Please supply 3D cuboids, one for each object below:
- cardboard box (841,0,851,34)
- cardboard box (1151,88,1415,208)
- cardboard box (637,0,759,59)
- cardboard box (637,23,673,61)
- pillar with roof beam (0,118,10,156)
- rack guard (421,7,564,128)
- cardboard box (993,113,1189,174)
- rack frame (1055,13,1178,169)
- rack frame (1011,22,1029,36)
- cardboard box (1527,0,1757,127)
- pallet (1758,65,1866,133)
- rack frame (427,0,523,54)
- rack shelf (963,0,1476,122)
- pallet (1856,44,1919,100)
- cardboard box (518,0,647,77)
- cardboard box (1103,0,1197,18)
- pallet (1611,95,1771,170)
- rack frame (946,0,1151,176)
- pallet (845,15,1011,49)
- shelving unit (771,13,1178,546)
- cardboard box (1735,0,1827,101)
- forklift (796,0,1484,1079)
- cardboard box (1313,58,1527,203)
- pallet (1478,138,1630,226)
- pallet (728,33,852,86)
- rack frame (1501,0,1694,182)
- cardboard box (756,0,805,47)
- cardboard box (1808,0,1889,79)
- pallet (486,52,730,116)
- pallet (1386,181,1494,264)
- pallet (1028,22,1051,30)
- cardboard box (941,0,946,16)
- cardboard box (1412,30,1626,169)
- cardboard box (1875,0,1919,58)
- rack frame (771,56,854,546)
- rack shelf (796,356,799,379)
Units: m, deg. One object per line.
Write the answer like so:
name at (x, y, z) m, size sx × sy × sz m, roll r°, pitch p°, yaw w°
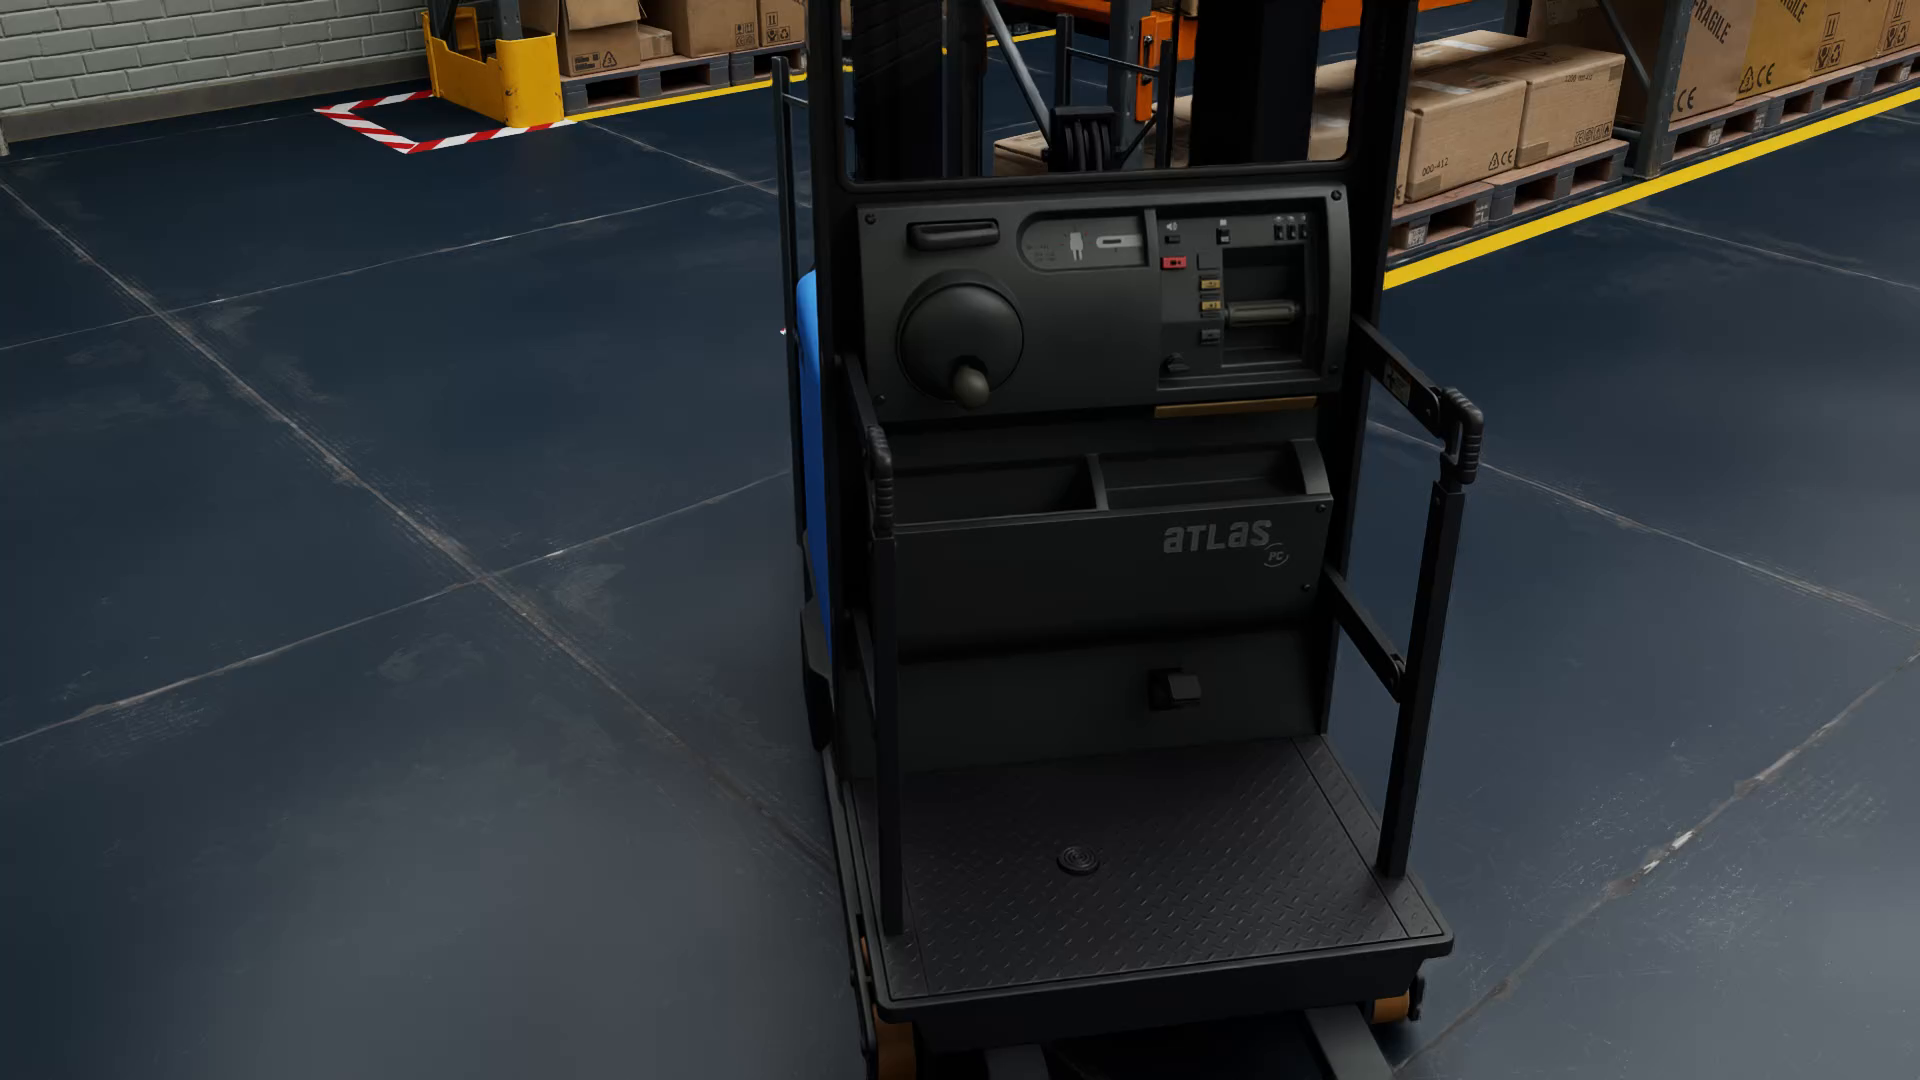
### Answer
cardboard box at (-0.919, -3.771, 11.331) m, size 0.500 × 0.500 × 0.700 m, roll -23°, pitch 36°, yaw -37°
cardboard box at (1.441, -1.768, 7.648) m, size 0.875 × 0.438 × 0.875 m, roll -21°, pitch 34°, yaw -34°
cardboard box at (-1.709, -3.454, 10.737) m, size 0.500 × 0.500 × 0.700 m, roll -20°, pitch 34°, yaw -33°
cardboard box at (-2.036, -3.167, 10.573) m, size 0.250 × 0.149 × 0.380 m, roll -24°, pitch 36°, yaw -37°
pillar with roof beam at (-2.753, -4.571, 4.256) m, size 0.400 × 9.000 × 9.100 m, roll -22°, pitch 35°, yaw -35°
rack guard at (-2.853, -2.891, 10.129) m, size 0.348 × 0.500 × 1.175 m, roll -22°, pitch 35°, yaw -35°
cardboard box at (0.751, -1.485, 7.118) m, size 0.875 × 0.438 × 0.875 m, roll -23°, pitch 36°, yaw -37°
rack frame at (0.458, -0.853, 5.255) m, size 0.032 × 1.500 × 0.500 m, roll -20°, pitch 34°, yaw -32°
rack frame at (0.132, -5.194, 11.786) m, size 0.127 × 3.000 × 1.000 m, roll -22°, pitch 35°, yaw -35°
cardboard box at (3.776, -2.882, 9.269) m, size 0.875 × 0.875 × 0.875 m, roll -21°, pitch 34°, yaw -33°
pallet at (4.823, -2.824, 10.310) m, size 1.213 × 0.211 × 1.003 m, roll -22°, pitch 35°, yaw -35°
rack frame at (-2.911, -3.970, 9.497) m, size 0.127 × 3.000 × 1.000 m, roll -22°, pitch 35°, yaw -35°
rack shelf at (1.835, -2.486, 7.483) m, size 4.000 × 0.370 × 1.077 m, roll -22°, pitch 35°, yaw -35°
pallet at (5.751, -3.195, 11.004) m, size 1.213 × 0.211 × 1.003 m, roll -22°, pitch 35°, yaw -35°
cardboard box at (-2.384, -3.208, 10.273) m, size 0.637 × 0.503 × 0.797 m, roll -24°, pitch 36°, yaw -37°
cardboard box at (0.865, -2.280, 6.227) m, size 0.500 × 0.500 × 0.500 m, roll -22°, pitch 35°, yaw -35°
pallet at (3.894, -2.448, 9.608) m, size 1.213 × 0.211 × 1.003 m, roll -22°, pitch 35°, yaw -35°
rack frame at (0.313, -2.192, 6.168) m, size 0.127 × 3.000 × 1.000 m, roll -22°, pitch 35°, yaw -35°
pallet at (-0.391, -3.754, 12.051) m, size 1.213 × 0.211 × 1.003 m, roll -22°, pitch 35°, yaw -35°
shelving unit at (0.054, -0.708, 4.984) m, size 1.048 × 1.500 × 0.538 m, roll -20°, pitch 34°, yaw -32°
cardboard box at (4.458, -3.161, 9.791) m, size 0.875 × 0.875 × 0.875 m, roll -21°, pitch 34°, yaw -34°
forklift at (0.315, -0.411, 2.909) m, size 1.130 × 2.935 × 3.031 m, roll -5°, pitch 28°, yaw -8°
cardboard box at (2.128, -2.043, 8.163) m, size 0.875 × 0.438 × 0.875 m, roll -23°, pitch 36°, yaw -36°
pallet at (2.727, -1.981, 8.733) m, size 1.213 × 0.211 × 1.003 m, roll -22°, pitch 35°, yaw -35°
pallet at (-1.320, -3.379, 11.349) m, size 1.213 × 0.211 × 1.003 m, roll -22°, pitch 35°, yaw -35°
rack frame at (3.356, -3.415, 8.458) m, size 0.127 × 3.000 × 1.000 m, roll -22°, pitch 35°, yaw -35°
cardboard box at (-1.242, -3.580, 10.972) m, size 0.500 × 0.500 × 0.500 m, roll -21°, pitch 35°, yaw -34°
cardboard box at (5.139, -3.434, 10.302) m, size 0.875 × 0.875 × 0.875 m, roll -21°, pitch 35°, yaw -34°
pallet at (-2.247, -3.008, 10.654) m, size 1.213 × 0.211 × 1.003 m, roll -22°, pitch 35°, yaw -35°
pallet at (1.798, -1.606, 8.031) m, size 1.213 × 0.211 × 1.003 m, roll -22°, pitch 35°, yaw -35°
pallet at (0.726, -4.226, 12.935) m, size 1.213 × 0.211 × 1.003 m, roll -22°, pitch 35°, yaw -35°
cardboard box at (-0.101, -3.846, 11.843) m, size 0.250 × 0.149 × 0.380 m, roll -23°, pitch 36°, yaw -36°
cardboard box at (2.809, -2.317, 8.676) m, size 0.875 × 0.438 × 0.875 m, roll -22°, pitch 35°, yaw -36°
cardboard box at (5.820, -3.705, 10.810) m, size 0.875 × 0.875 × 0.875 m, roll -22°, pitch 35°, yaw -35°
rack frame at (-0.351, -0.563, 4.713) m, size 0.032 × 1.500 × 0.500 m, roll -20°, pitch 34°, yaw -32°
rack shelf at (0.054, -0.550, 5.069) m, size 1.000 × 0.185 × 0.538 m, roll -20°, pitch 34°, yaw -32°
